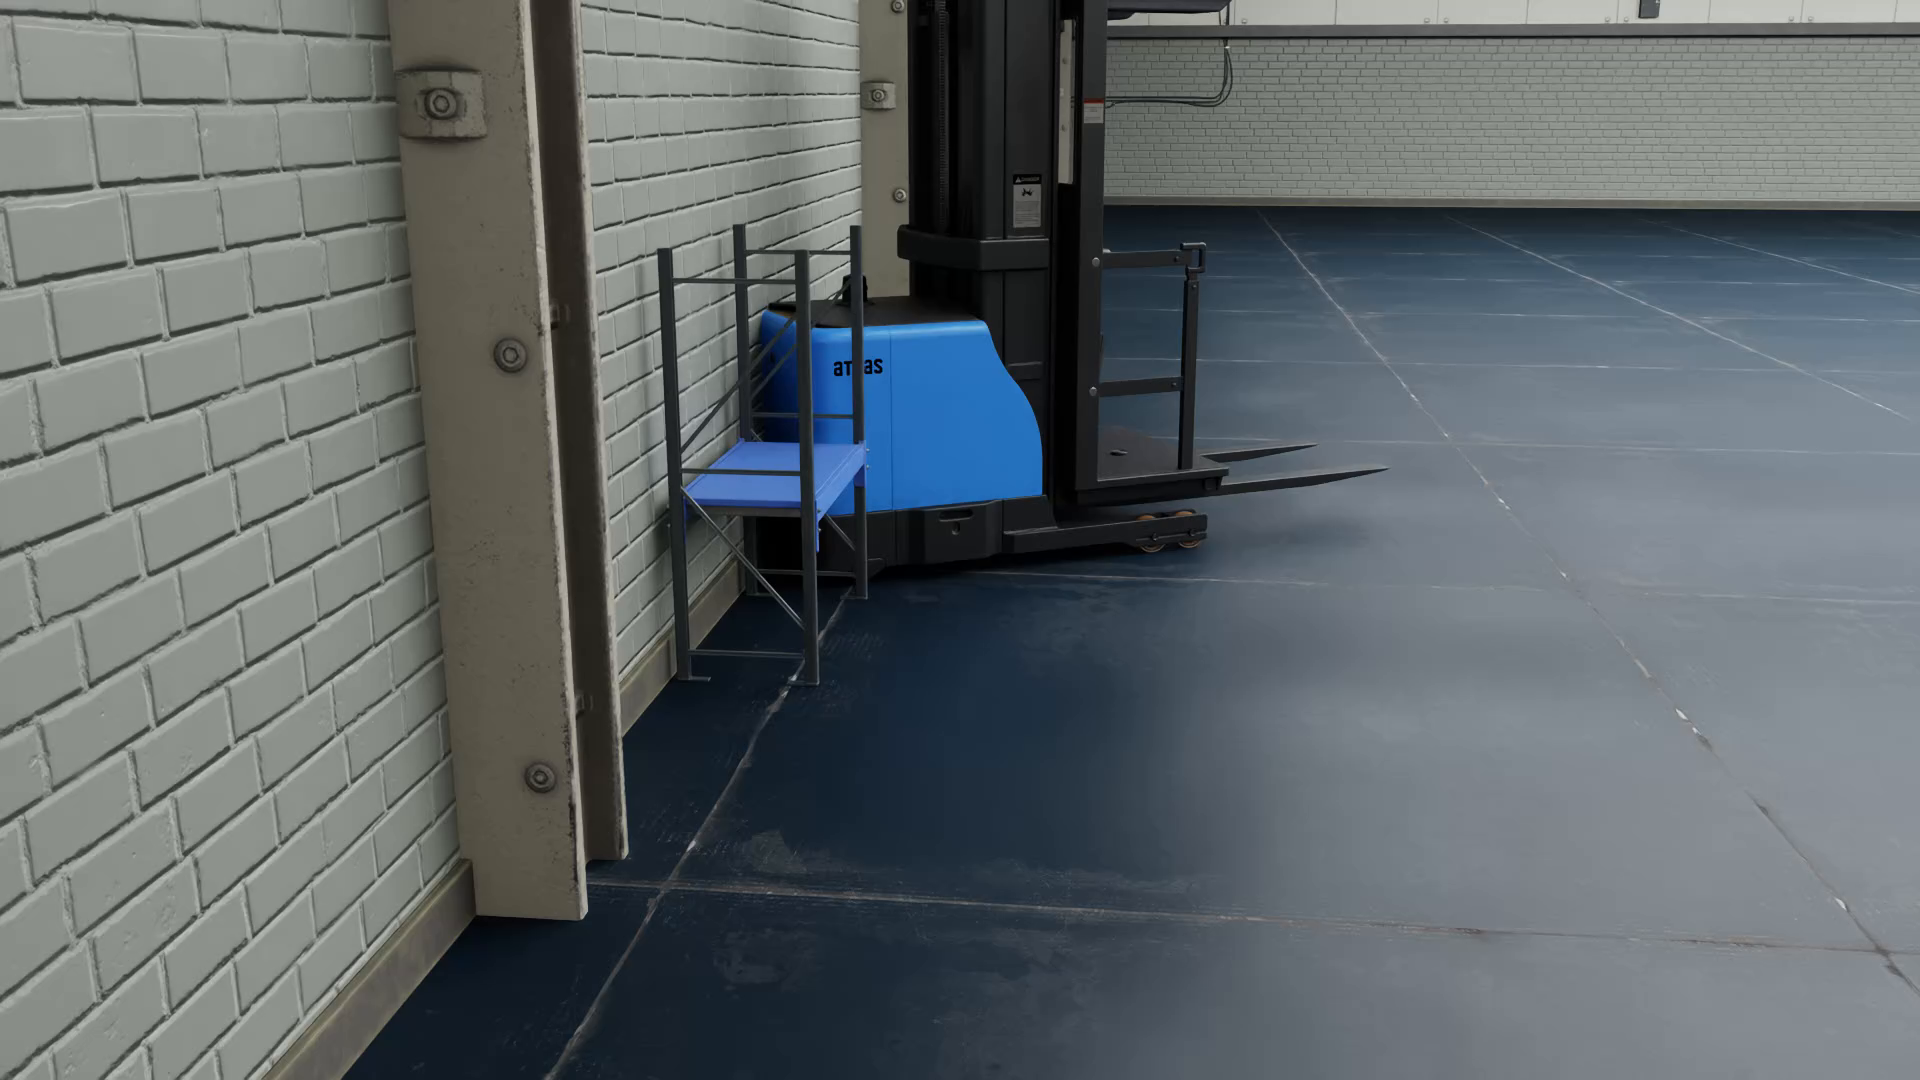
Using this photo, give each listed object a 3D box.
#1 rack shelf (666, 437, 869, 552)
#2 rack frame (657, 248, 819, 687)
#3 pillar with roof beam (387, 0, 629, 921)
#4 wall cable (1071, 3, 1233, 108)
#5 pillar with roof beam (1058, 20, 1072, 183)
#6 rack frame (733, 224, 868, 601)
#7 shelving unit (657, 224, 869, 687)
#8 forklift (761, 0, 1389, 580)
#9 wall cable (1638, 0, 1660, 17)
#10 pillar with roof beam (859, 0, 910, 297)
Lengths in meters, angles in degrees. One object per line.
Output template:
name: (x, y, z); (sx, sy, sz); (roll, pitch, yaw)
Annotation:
rack shelf: (-0.684, -0.184, 6.159); (0.538, 0.185, 1.000); (2, 15, 6)
rack frame: (-0.741, -0.226, 5.624); (0.500, 1.500, 0.032); (2, 15, 6)
pillar with roof beam: (3.201, -3.323, 2.713); (9.100, 9.000, 0.400); (2, 15, 6)
wall cable: (3.278, -8.901, 29.289); (3.097, 2.526, 0.112); (2, 15, 6)
pillar with roof beam: (5.909, -9.548, 25.733); (9.100, 9.000, 0.400); (2, 15, 6)
rack frame: (-0.627, -0.490, 6.600); (0.500, 1.500, 0.032); (2, 15, 6)
shelving unit: (-0.684, -0.358, 6.112); (0.538, 1.500, 1.048); (2, 15, 6)
forklift: (0.573, -1.478, 7.514); (3.031, 2.935, 1.130); (-6, 16, -22)
wall cable: (12.709, -11.758, 27.391); (2.305, 6.003, 0.169); (2, 15, 6)
pillar with roof beam: (3.878, -4.880, 8.468); (9.100, 9.000, 0.400); (2, 15, 6)
